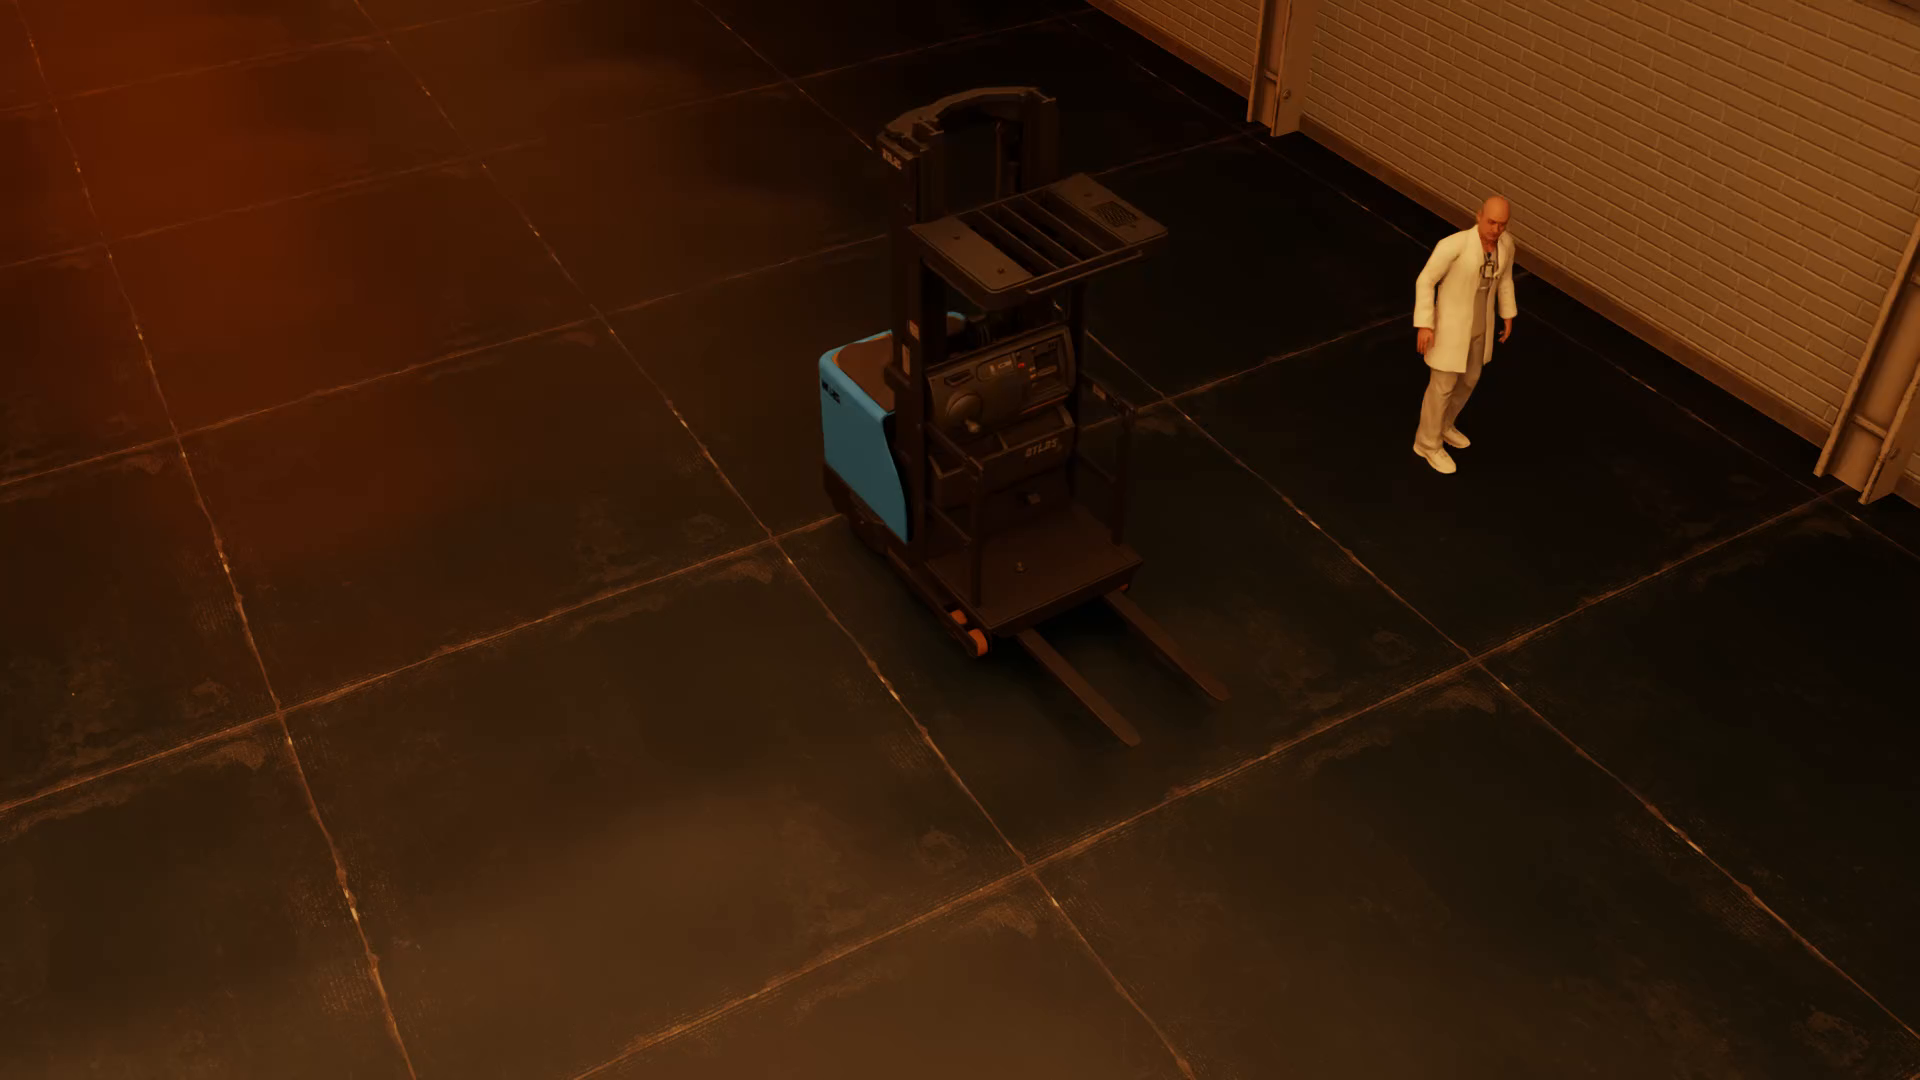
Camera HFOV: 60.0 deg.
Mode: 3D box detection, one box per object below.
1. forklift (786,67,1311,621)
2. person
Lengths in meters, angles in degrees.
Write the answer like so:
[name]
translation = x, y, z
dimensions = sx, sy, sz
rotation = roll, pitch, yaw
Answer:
[forklift]
translation = 0.563, -1.035, 9.285
dimensions = 3.031, 2.935, 1.130
rotation = 11, 41, 13
[person]
translation = 3.236, -1.310, 10.508
dimensions = 0.696, 1.777, 0.582
rotation = -19, 43, -21
